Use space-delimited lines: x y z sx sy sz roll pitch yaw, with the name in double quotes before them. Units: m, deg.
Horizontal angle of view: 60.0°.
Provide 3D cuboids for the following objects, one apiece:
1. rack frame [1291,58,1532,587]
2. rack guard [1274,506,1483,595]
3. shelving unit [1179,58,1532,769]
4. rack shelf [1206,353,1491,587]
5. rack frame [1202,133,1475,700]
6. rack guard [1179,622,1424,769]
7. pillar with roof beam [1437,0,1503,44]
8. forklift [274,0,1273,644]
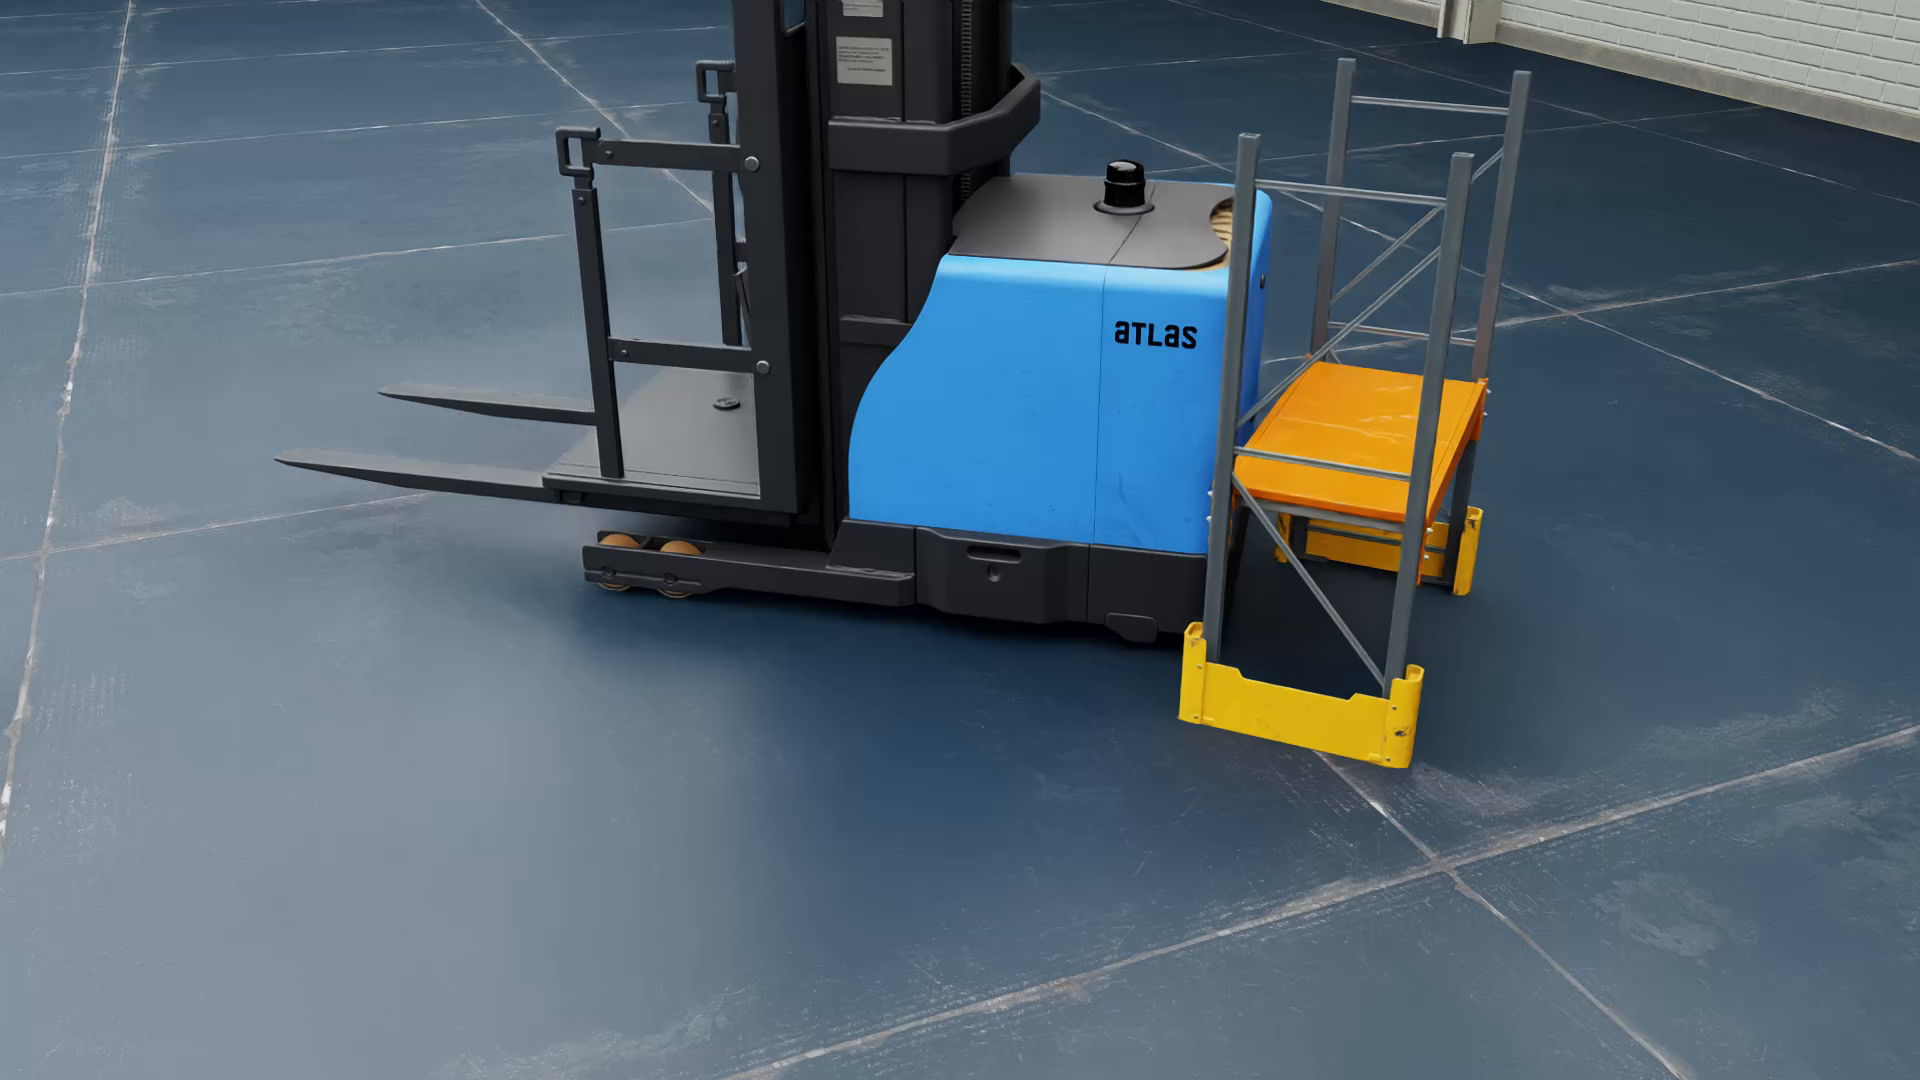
"rack frame" 1.254 -0.583 4.734 0.500 1.500 0.032 11 28 21
"rack guard" 1.247 -0.013 4.993 0.587 0.250 0.087 11 28 21
"shelving unit" 1.047 -0.375 4.309 0.587 1.500 1.083 11 28 21
"rack shelf" 1.050 -0.217 4.395 0.538 0.185 1.000 11 28 21
"rack frame" 0.846 -0.174 3.898 0.500 1.500 0.032 11 28 21
"rack guard" 0.847 0.387 4.173 0.587 0.250 0.087 11 28 21
"pillar with roof beam" 0.217 -7.435 10.221 9.100 9.000 0.400 -11 28 -21
"forklift" -0.630 -1.362 4.699 3.031 2.935 1.130 6 27 12
